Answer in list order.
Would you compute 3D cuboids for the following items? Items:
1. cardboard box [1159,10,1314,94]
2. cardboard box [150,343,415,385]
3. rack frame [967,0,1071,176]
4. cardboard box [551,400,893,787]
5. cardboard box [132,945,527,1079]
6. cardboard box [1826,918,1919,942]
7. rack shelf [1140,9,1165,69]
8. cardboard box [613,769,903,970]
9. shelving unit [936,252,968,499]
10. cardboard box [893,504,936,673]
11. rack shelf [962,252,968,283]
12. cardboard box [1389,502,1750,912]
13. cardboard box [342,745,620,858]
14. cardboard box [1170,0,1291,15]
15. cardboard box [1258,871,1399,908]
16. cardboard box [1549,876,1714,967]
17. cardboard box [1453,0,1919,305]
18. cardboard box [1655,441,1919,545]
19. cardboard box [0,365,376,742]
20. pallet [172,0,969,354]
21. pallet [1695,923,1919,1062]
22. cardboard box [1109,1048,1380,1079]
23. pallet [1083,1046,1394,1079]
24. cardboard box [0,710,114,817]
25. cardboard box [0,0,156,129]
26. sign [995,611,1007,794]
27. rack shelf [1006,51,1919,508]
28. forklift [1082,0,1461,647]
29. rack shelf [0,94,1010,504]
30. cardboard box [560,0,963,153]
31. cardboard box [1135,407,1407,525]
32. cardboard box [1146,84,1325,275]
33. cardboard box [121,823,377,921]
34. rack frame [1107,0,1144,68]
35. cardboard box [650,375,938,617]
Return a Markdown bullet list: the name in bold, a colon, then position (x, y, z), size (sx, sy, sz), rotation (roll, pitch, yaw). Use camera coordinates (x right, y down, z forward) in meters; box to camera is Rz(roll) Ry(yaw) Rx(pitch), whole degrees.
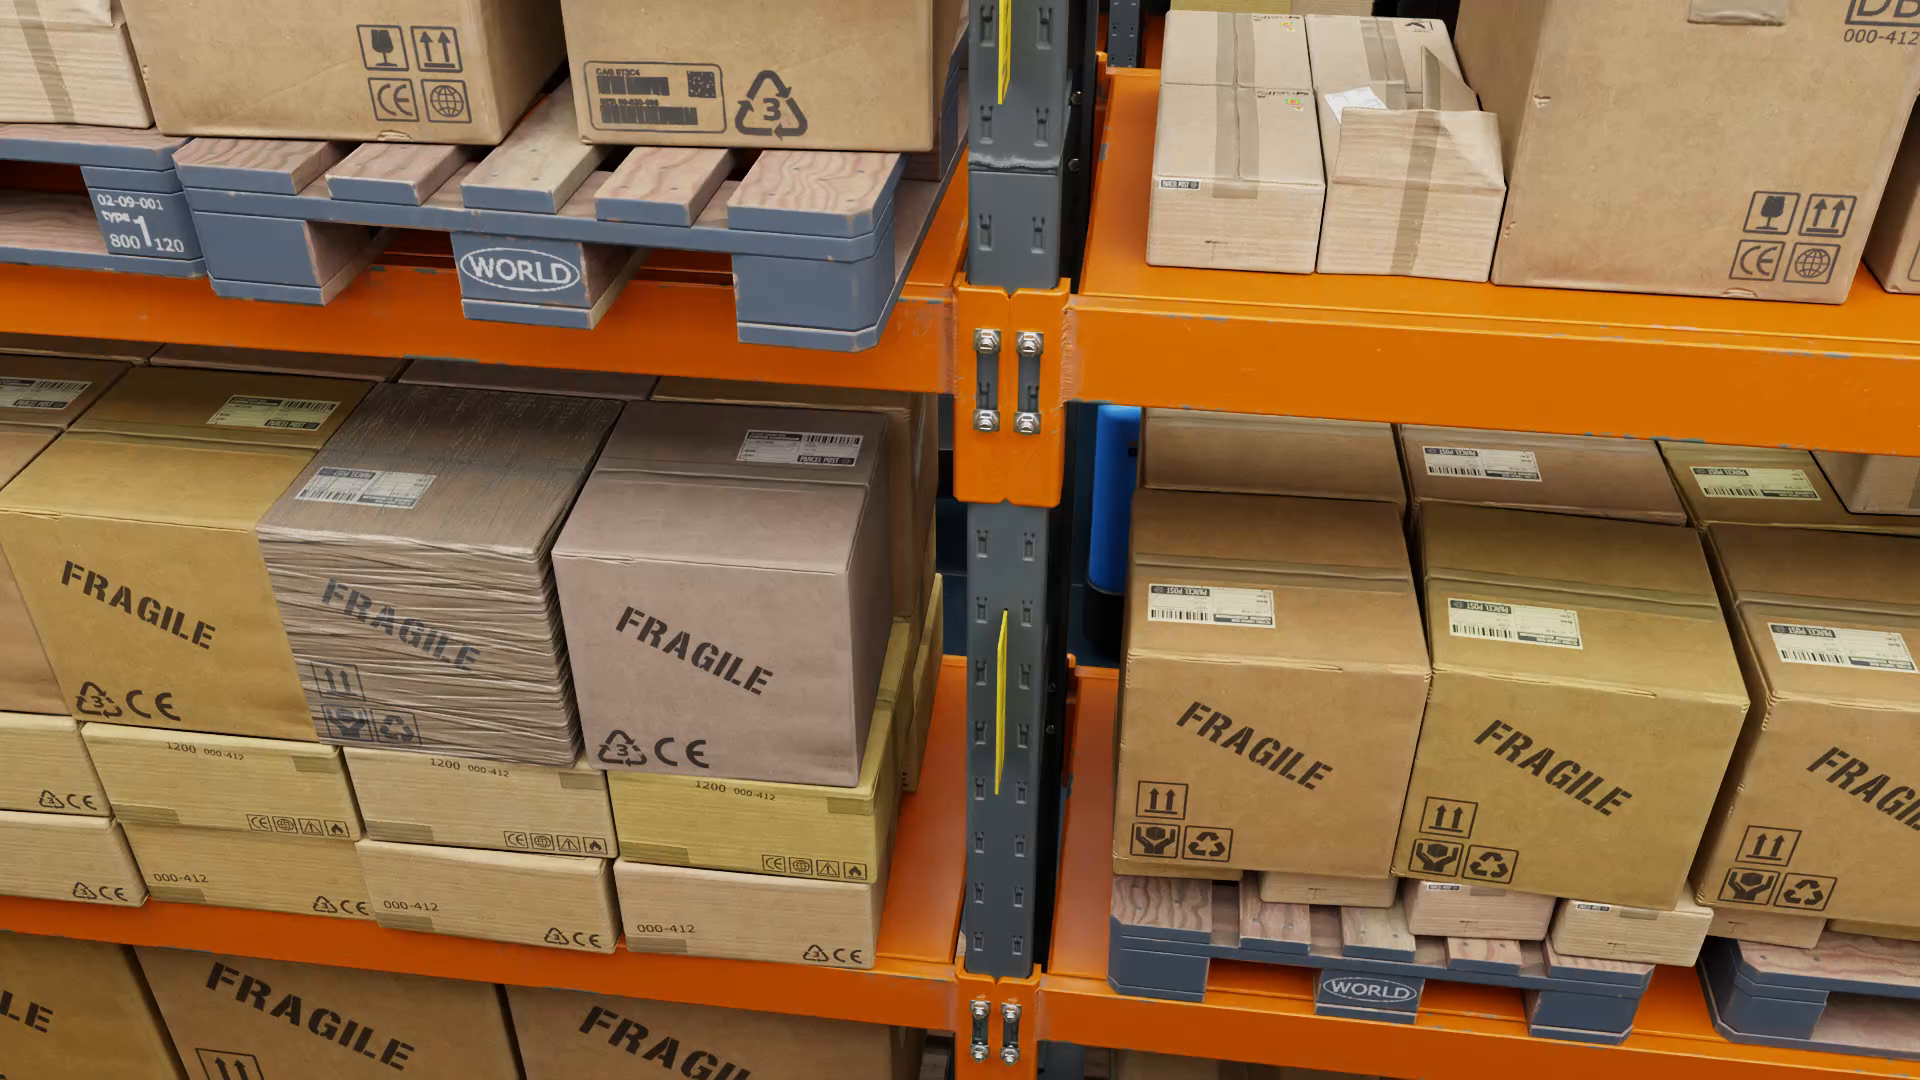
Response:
- **cardboard box**: position (0.476, -0.790, 2.909), size (0.250, 0.149, 0.380), rotation (4, 36, 6)
- **cardboard box**: position (-1.326, -0.277, 3.609), size (0.500, 0.500, 0.500), rotation (5, 36, 7)
- **rack frame**: position (0.136, -2.015, 1.827), size (0.127, 3.000, 1.000), rotation (4, 36, 6)
- **cardboard box**: position (-0.410, 0.091, 3.093), size (0.500, 0.500, 0.500), rotation (3, 36, 5)
- **cardboard box**: position (-1.422, 0.953, 4.300), size (0.875, 0.875, 0.875), rotation (5, 36, 7)
- **cardboard box**: position (1.781, 0.580, 3.210), size (0.250, 0.149, 0.380), rotation (6, 36, 8)
- **rack shelf**: position (2.749, -1.993, 7.579), size (4.000, 0.370, 1.077), rotation (4, 36, 6)
- **cardboard box**: position (-0.398, 0.600, 3.457), size (0.500, 0.250, 0.500), rotation (3, 36, 4)
- **shelving unit**: position (-0.164, -0.867, 6.157), size (0.503, 2.100, 0.431), rotation (4, 36, 6)
- **cardboard box**: position (-0.335, 0.104, 3.720), size (0.500, 0.250, 0.500), rotation (4, 36, 6)
- **rack shelf**: position (-0.164, -0.856, 6.165), size (0.480, 0.518, 0.431), rotation (4, 36, 6)
- **cardboard box**: position (1.071, 0.295, 3.051), size (0.500, 0.500, 0.500), rotation (6, 36, 8)
- **cardboard box**: position (-0.885, 0.359, 3.364), size (0.500, 0.250, 0.500), rotation (3, 36, 5)
- **cardboard box**: position (1.171, -2.388, 7.213), size (0.500, 0.250, 0.500), rotation (4, 36, 6)
- **cardboard box**: position (0.711, 0.529, 3.281), size (0.250, 0.149, 0.380), rotation (2, 36, 3)
- **cardboard box**: position (1.247, 0.608, 3.170), size (0.250, 0.149, 0.380), rotation (4, 36, 6)
- **cardboard box**: position (1.075, -0.759, 2.563), size (0.500, 0.500, 0.700), rotation (4, 36, 6)
- **cardboard box**: position (1.638, 0.036, 3.414), size (0.500, 0.500, 0.500), rotation (2, 36, 3)
- **cardboard box**: position (-1.411, 0.018, 3.196), size (0.500, 0.500, 0.500), rotation (4, 36, 6)
- **pallet**: position (-0.509, -0.735, 2.778), size (1.003, 0.211, 1.213), rotation (6, 36, 8)
- **pallet**: position (2.105, 0.628, 3.454), size (1.213, 0.211, 1.003), rotation (4, 36, 6)
- **cardboard box**: position (0.696, 1.373, 4.145), size (0.625, 0.372, 0.950), rotation (2, 36, 3)
- **pallet**: position (0.911, 1.620, 4.298), size (1.213, 0.211, 1.003), rotation (4, 36, 6)
- **cardboard box**: position (-1.911, 0.295, 3.454), size (0.500, 0.250, 0.500), rotation (3, 36, 5)
- **cardboard box**: position (-1.274, -0.811, 2.476), size (0.258, 0.266, 0.396), rotation (3, 36, 5)
- **sign**: position (0.069, 0.275, 2.785), size (0.005, 0.325, 0.100), rotation (4, 36, 6)
- **rack shelf**: position (2.120, -0.354, 2.700), size (4.000, 0.370, 1.077), rotation (4, 36, 6)
- **forklift**: position (2.015, -0.928, 5.527), size (3.031, 2.935, 1.130), rotation (5, 36, 7)
- **rack shelf**: position (-1.847, -0.649, 3.115), size (4.000, 0.370, 1.077), rotation (4, 36, 6)
- **cardboard box**: position (-0.257, -0.948, 2.464), size (0.637, 0.503, 0.797), rotation (2, 36, 3)
- **cardboard box**: position (0.623, -0.033, 3.510), size (0.500, 0.500, 0.500), rotation (3, 36, 5)
- **cardboard box**: position (0.427, -0.571, 2.602), size (0.250, 0.149, 0.380), rotation (4, 36, 6)
- **cardboard box**: position (-1.404, 0.525, 3.562), size (0.500, 0.250, 0.500), rotation (4, 36, 5)
- **rack frame**: position (0.765, -2.434, 7.578), size (0.127, 3.000, 1.000), rotation (4, 36, 6)
- **cardboard box**: position (-0.322, -0.198, 3.499), size (0.500, 0.500, 0.500), rotation (3, 36, 4)
